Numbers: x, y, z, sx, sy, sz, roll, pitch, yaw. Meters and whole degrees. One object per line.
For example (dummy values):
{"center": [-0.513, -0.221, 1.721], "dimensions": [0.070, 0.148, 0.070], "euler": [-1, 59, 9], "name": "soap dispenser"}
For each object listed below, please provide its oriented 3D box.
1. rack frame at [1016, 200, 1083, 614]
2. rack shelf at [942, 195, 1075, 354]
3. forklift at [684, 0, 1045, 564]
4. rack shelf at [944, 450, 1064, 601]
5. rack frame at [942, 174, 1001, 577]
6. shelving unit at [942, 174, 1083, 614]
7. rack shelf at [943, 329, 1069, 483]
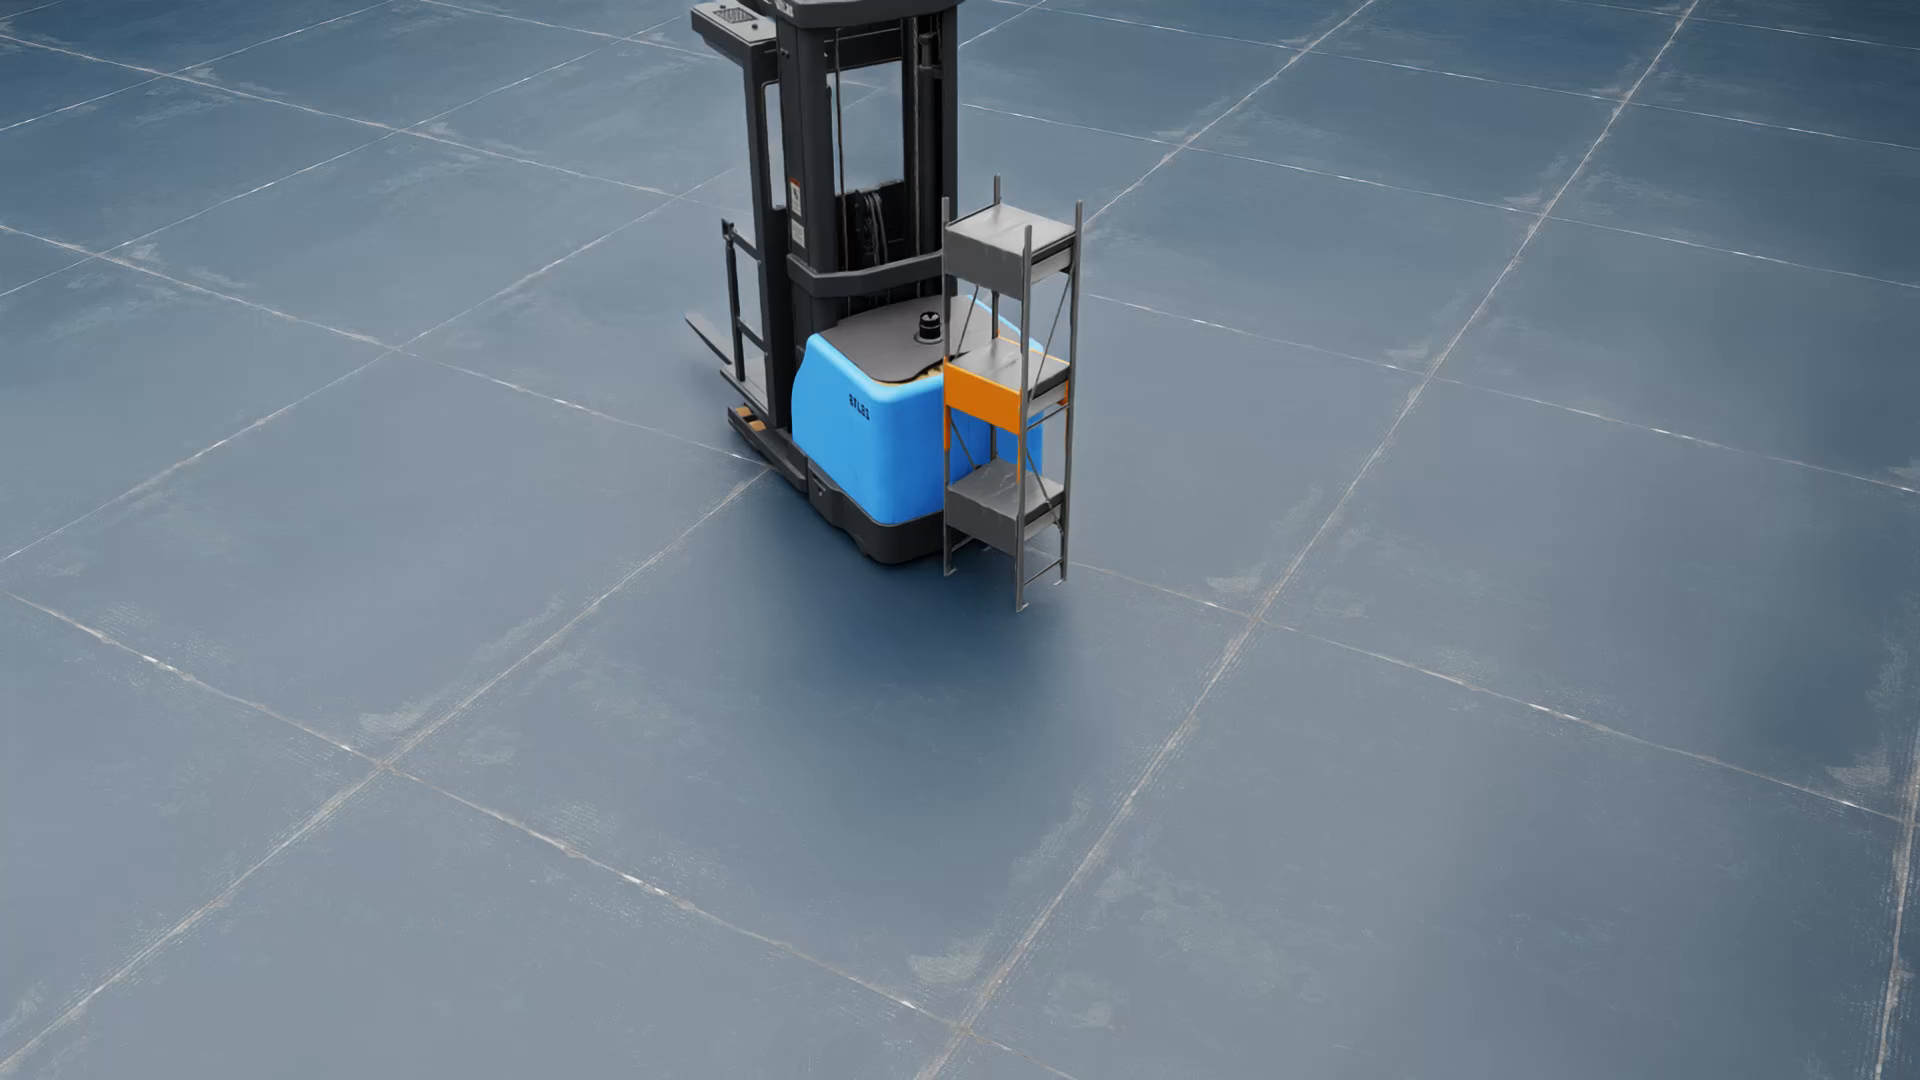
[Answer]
{"center": [0.421, -0.585, 8.005], "dimensions": [0.015, 2.100, 0.400], "euler": [26, 41, 33], "name": "rack frame"}
{"center": [0.237, -1.245, 7.758], "dimensions": [0.480, 0.518, 0.431], "euler": [26, 41, 33], "name": "rack shelf"}
{"center": [-0.730, -1.880, 9.200], "dimensions": [1.130, 2.935, 3.031], "euler": [-18, 38, -25], "name": "forklift"}
{"center": [0.237, -0.080, 8.534], "dimensions": [0.480, 0.518, 0.431], "euler": [26, 41, 33], "name": "rack shelf"}
{"center": [0.054, -0.763, 8.272], "dimensions": [0.015, 2.100, 0.400], "euler": [26, 41, 33], "name": "rack frame"}
{"center": [0.237, -0.674, 8.138], "dimensions": [0.503, 2.100, 0.431], "euler": [26, 41, 33], "name": "shelving unit"}
{"center": [0.237, -0.662, 8.146], "dimensions": [0.480, 0.518, 0.431], "euler": [26, 41, 33], "name": "rack shelf"}
